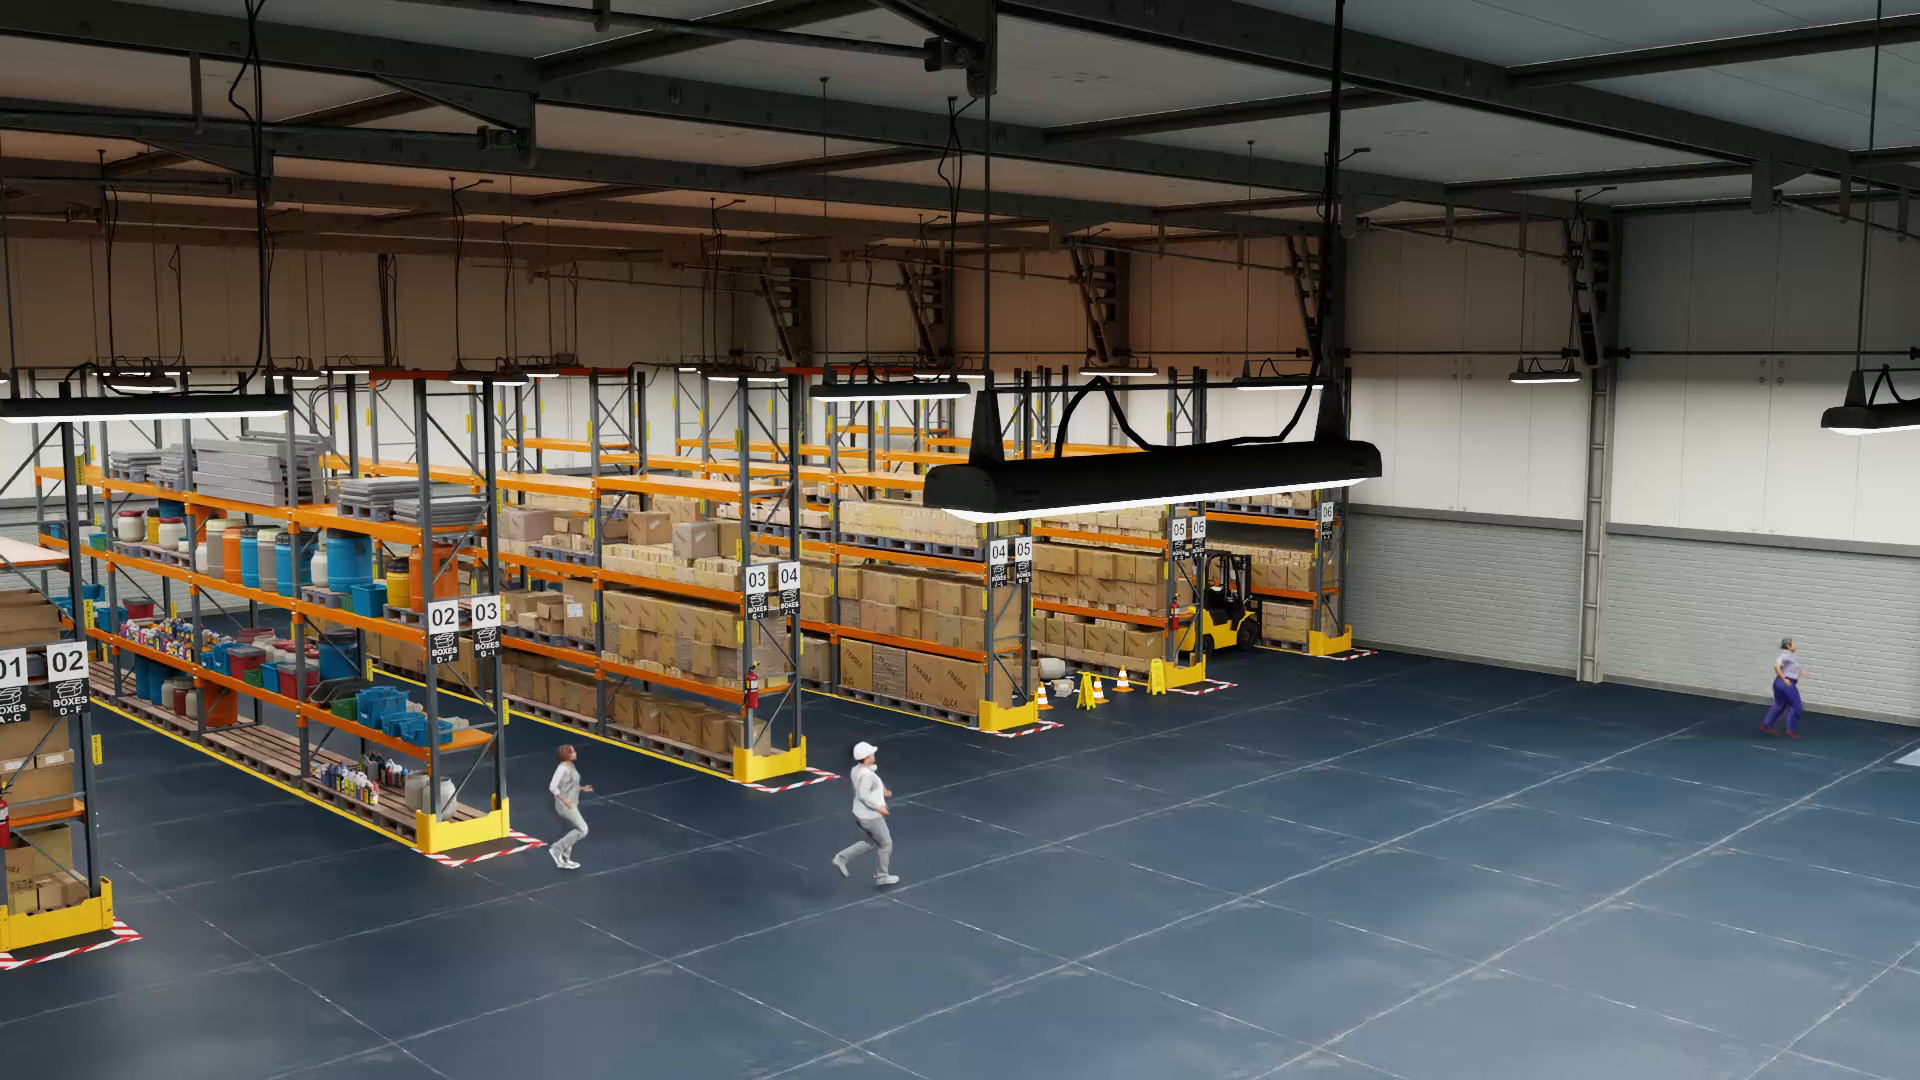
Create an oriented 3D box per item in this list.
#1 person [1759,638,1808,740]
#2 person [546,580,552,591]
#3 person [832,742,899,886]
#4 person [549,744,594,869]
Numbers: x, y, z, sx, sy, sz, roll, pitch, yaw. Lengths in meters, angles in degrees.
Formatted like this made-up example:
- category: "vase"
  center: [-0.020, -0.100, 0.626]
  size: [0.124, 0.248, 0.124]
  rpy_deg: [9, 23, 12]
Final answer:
- category: "person"
  center: [13.554, 2.453, 27.331]
  size: [0.680, 1.716, 0.590]
  rpy_deg: [2, 7, 16]
- category: "person"
  center: [-10.258, 0.858, 41.284]
  size: [0.467, 1.662, 0.626]
  rpy_deg: [-6, 9, -43]
- category: "person"
  center: [-1.109, 3.250, 19.702]
  size: [0.803, 1.738, 0.668]
  rpy_deg: [-2, 7, -21]
- category: "person"
  center: [-4.766, 3.274, 20.381]
  size: [0.538, 1.539, 0.563]
  rpy_deg: [-1, 6, -7]
